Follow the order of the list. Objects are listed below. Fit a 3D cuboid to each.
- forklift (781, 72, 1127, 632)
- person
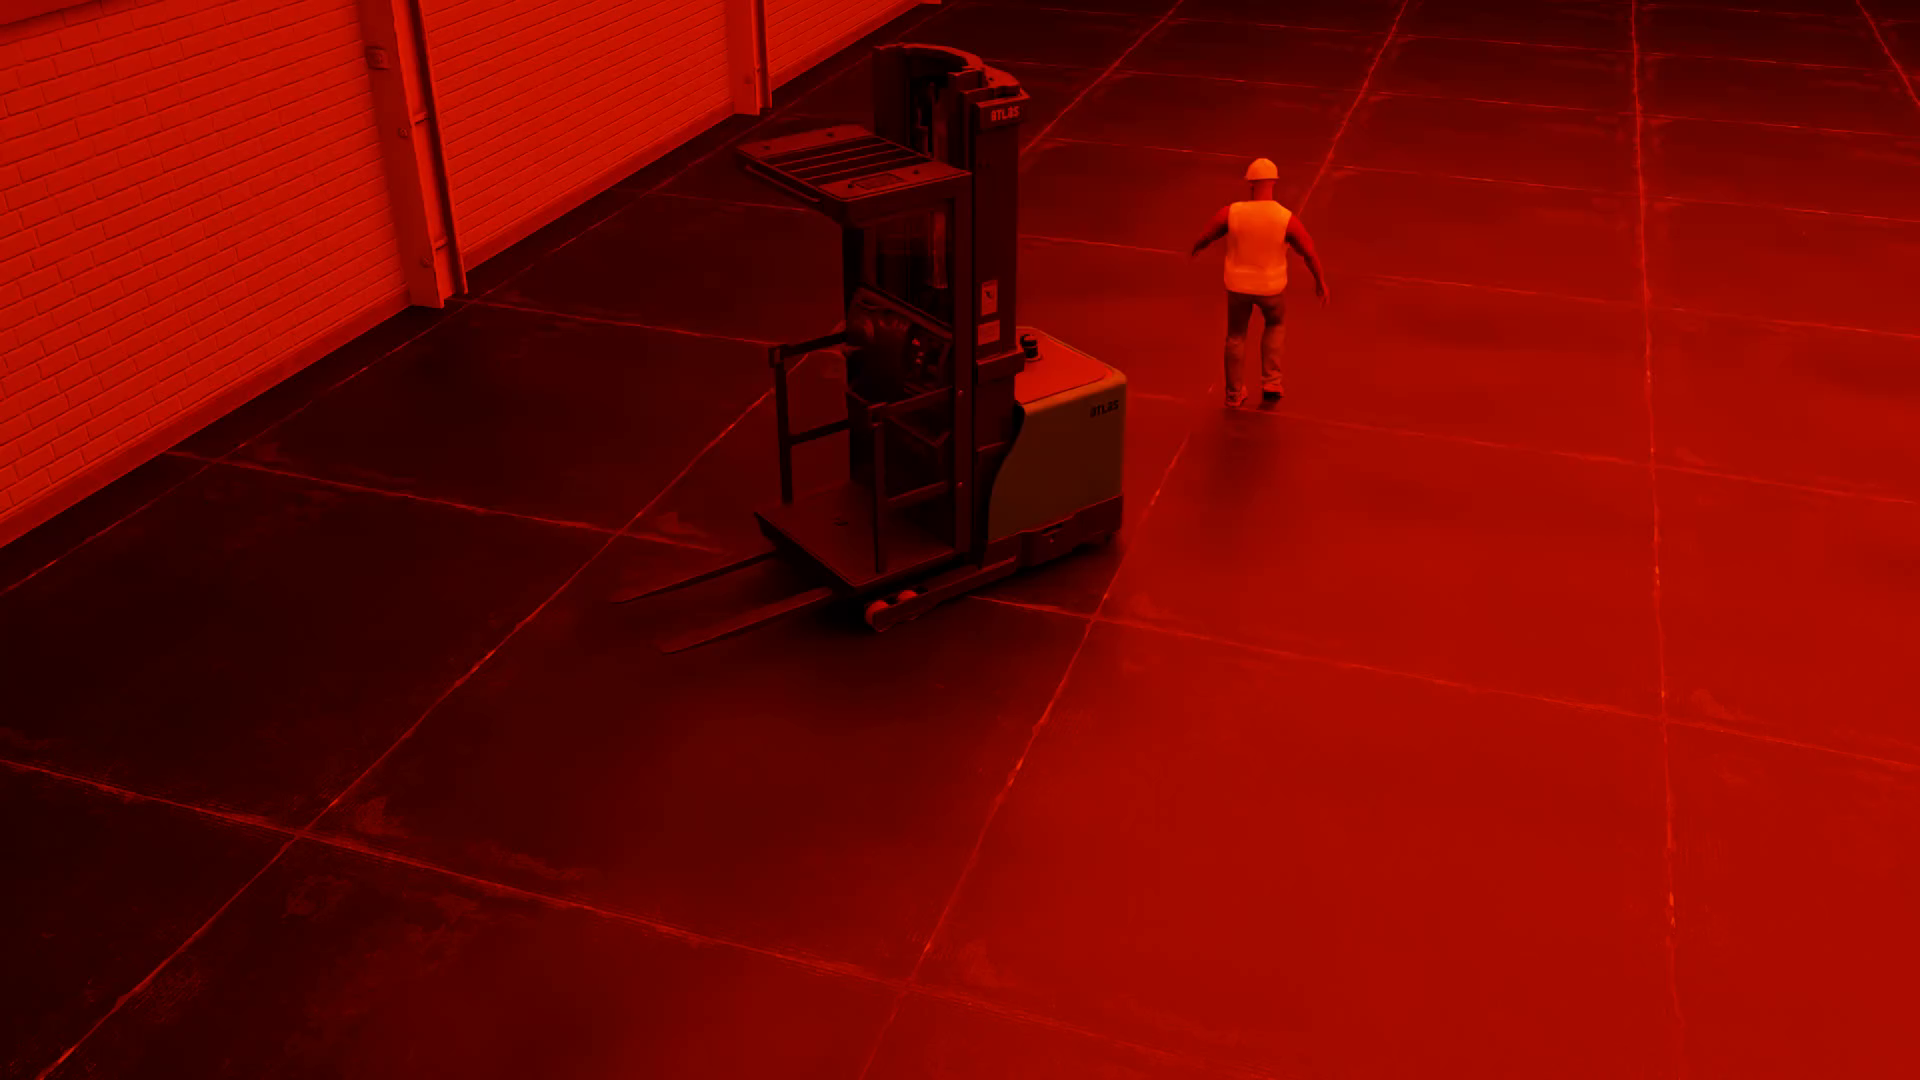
[{"bbox_3d":[-0.065,-1.184,9.303,1.939,2.843,1.129,-20,35,-31],"label":"forklift"},{"bbox_3d":[2.054,-1.767,11.487,1.004,1.792,0.529,10,31,17],"label":"person"}]
